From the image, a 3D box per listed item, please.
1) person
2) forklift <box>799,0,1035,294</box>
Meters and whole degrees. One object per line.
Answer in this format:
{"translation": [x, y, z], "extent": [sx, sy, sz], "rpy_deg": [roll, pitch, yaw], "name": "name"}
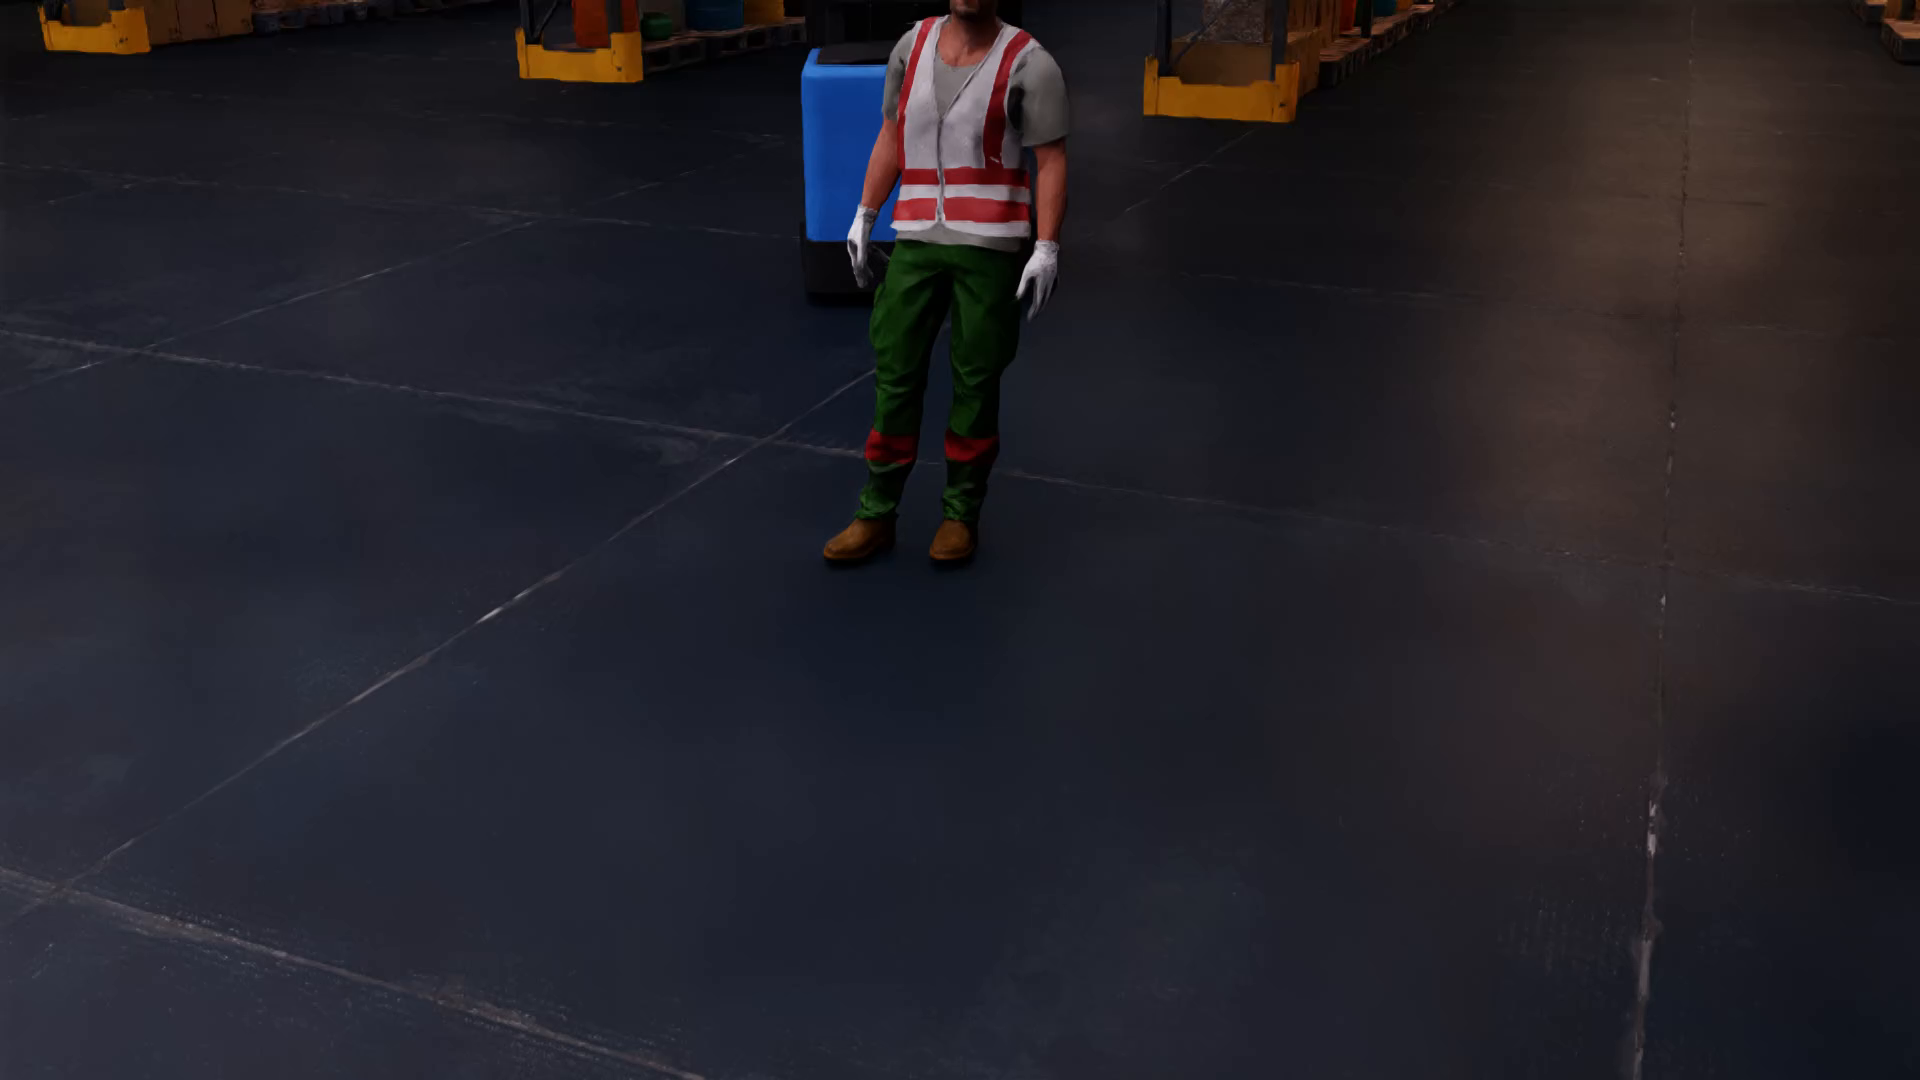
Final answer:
{"translation": [-0.041, -0.805, 4.681], "extent": [0.637, 1.787, 0.563], "rpy_deg": [9, 24, 21], "name": "person"}
{"translation": [-0.241, -3.001, 8.473], "extent": [1.130, 2.935, 3.031], "rpy_deg": [-1, 23, -2], "name": "forklift"}
